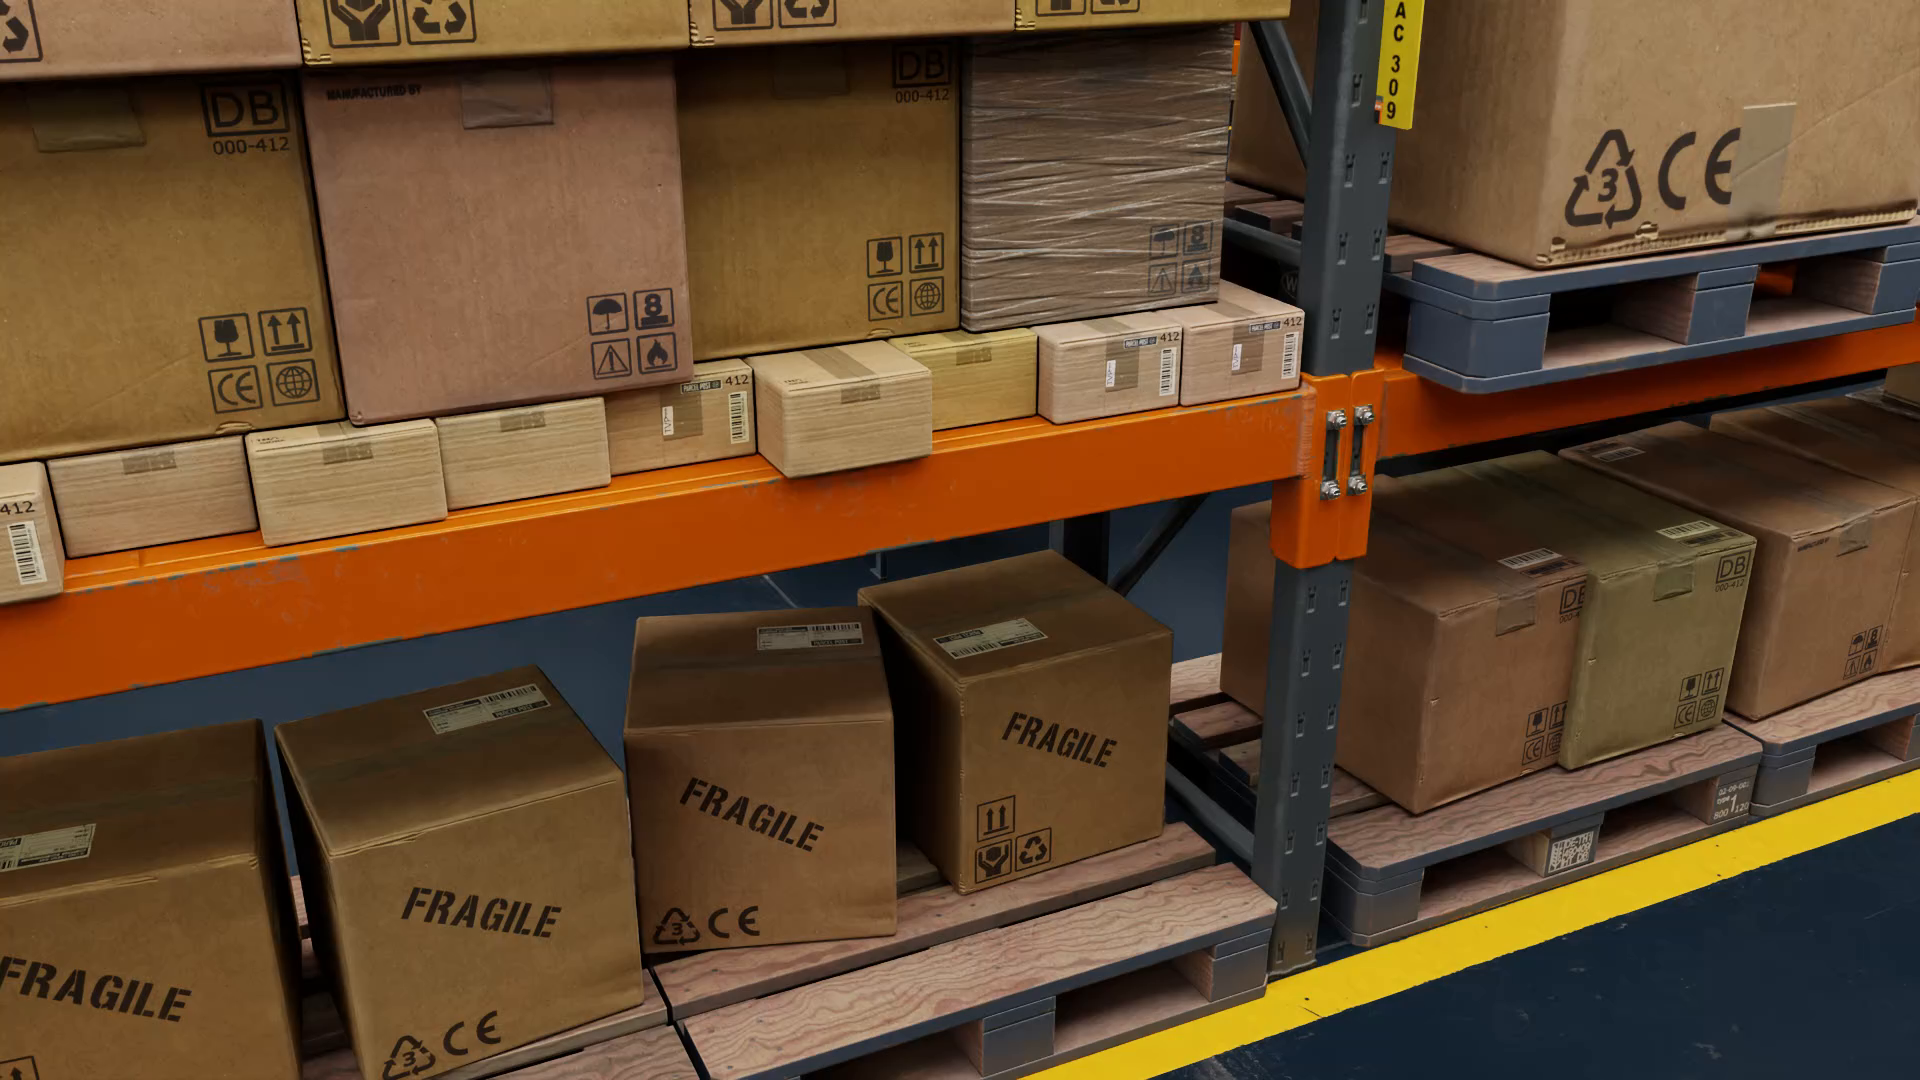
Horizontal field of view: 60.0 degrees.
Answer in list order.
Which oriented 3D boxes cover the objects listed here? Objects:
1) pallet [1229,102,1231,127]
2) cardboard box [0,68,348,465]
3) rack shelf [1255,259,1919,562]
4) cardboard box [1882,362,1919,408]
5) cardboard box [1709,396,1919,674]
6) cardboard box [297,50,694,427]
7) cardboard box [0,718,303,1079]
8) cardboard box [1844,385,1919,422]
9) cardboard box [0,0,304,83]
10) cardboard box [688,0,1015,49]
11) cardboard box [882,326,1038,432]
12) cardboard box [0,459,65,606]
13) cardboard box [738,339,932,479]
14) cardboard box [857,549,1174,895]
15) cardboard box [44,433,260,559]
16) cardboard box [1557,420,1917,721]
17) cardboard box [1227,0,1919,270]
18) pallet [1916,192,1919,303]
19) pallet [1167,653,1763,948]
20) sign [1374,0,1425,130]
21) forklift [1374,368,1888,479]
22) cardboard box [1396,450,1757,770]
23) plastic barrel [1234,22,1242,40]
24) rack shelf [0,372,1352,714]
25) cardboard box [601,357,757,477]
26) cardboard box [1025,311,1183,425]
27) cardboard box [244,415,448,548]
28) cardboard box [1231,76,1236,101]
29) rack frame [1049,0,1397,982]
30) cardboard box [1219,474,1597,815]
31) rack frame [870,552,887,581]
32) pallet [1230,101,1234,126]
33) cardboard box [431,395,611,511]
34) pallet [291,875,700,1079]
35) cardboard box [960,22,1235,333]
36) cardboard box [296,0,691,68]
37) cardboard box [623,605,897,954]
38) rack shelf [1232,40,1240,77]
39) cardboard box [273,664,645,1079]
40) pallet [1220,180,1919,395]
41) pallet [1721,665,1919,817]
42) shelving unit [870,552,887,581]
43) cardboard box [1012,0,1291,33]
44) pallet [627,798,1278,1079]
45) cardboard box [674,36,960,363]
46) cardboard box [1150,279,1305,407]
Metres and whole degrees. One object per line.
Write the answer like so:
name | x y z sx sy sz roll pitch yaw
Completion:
pallet | 1.585 -3.738 14.506 1.213 0.211 1.003 -10 25 -24
cardboard box | -1.286 -0.510 2.541 0.500 0.500 0.875 -10 25 -24
rack shelf | 2.289 -0.637 4.306 4.000 0.370 1.077 -10 25 -24
cardboard box | 3.027 -0.482 4.706 0.500 0.250 0.500 -8 24 -18
cardboard box | 2.494 -0.038 4.613 0.500 0.500 0.700 -8 24 -19
cardboard box | -0.818 -0.579 2.707 0.500 0.500 0.875 -10 25 -24
cardboard box | -1.451 0.681 2.902 0.500 0.500 0.500 -8 24 -19
cardboard box | 3.002 -0.135 4.846 0.500 0.500 0.700 -13 26 -28
cardboard box | -1.152 -0.866 2.092 0.500 0.500 0.500 -10 25 -24
cardboard box | -0.249 -1.030 2.489 0.500 0.500 0.500 -10 25 -24
cardboard box | -0.060 -0.325 2.942 0.250 0.149 0.380 -10 25 -24
cardboard box | -1.363 -0.038 2.249 0.250 0.149 0.380 -10 25 -24
cardboard box | -0.237 -0.245 2.749 0.250 0.149 0.380 -10 25 -24
cardboard box | 0.110 0.376 3.638 0.500 0.500 0.500 -11 25 -25
cardboard box | -1.195 -0.125 2.459 0.250 0.149 0.380 -10 25 -24
cardboard box | 1.992 0.055 4.389 0.500 0.500 0.700 -13 26 -28
cardboard box | 1.264 -1.192 3.374 1.000 1.000 1.000 -10 25 -23
pallet | 2.326 -0.870 4.180 1.213 0.211 1.003 -10 25 -24
pallet | 1.188 0.522 4.214 1.213 0.211 1.003 -10 25 -24
sign | 0.730 -0.851 2.753 0.005 0.325 0.100 -10 25 -24
forklift | 2.703 -1.796 6.256 3.031 2.935 1.130 -11 25 -24
cardboard box | 1.488 0.147 4.165 0.500 0.500 0.700 -11 25 -24
plastic barrel | 1.657 -2.889 8.630 0.708 0.536 0.600 -10 25 -24
rack shelf | -1.315 0.027 2.703 4.000 0.370 1.077 -10 25 -24
cardboard box | -0.519 -0.249 2.759 0.250 0.149 0.380 -10 25 -24
cardboard box | 0.192 -0.346 2.992 0.250 0.149 0.380 -10 25 -24
cardboard box | -0.937 -0.140 2.496 0.250 0.149 0.380 -10 25 -24
cardboard box | 2.181 -4.084 14.388 0.500 0.500 0.500 -10 25 -23
rack frame | 0.487 -0.637 3.367 0.127 3.000 1.000 -10 25 -24
cardboard box | 1.050 0.220 3.989 0.500 0.500 0.700 -13 26 -28
rack frame | -0.336 -0.631 5.314 0.023 1.500 0.400 -10 25 -24
pallet | 2.686 -3.942 14.998 1.213 0.211 1.003 -10 25 -24
cardboard box | -0.727 -0.194 2.625 0.250 0.149 0.380 -10 25 -24
pallet | -1.203 0.979 3.110 1.213 0.211 1.003 -10 25 -24
cardboard box | 0.055 -0.767 3.162 0.500 0.500 0.875 -10 25 -24
cardboard box | -0.700 -0.947 2.290 0.500 0.500 0.500 -10 25 -24
cardboard box | -0.403 0.474 3.402 0.500 0.500 0.500 -3 23 -7
rack shelf | 0.141 -2.343 8.430 4.000 0.370 1.077 -10 25 -24
cardboard box | -0.929 0.604 3.088 0.500 0.500 0.500 -13 26 -28
pallet | 1.239 -0.625 3.589 1.213 0.211 1.003 -10 25 -24
pallet | 2.289 0.318 4.706 1.213 0.211 1.003 -10 25 -24
shelving unit | -0.006 -0.692 5.460 0.755 1.500 0.431 -10 25 -24
cardboard box | 0.201 -1.113 2.691 0.500 0.500 0.500 -10 25 -24
pallet | -0.102 0.775 3.602 1.213 0.211 1.003 -10 25 -24
cardboard box | -0.411 -0.697 2.991 0.500 0.500 0.875 -10 25 -24
cardboard box | 0.421 -0.384 3.084 0.250 0.149 0.380 -10 25 -24
